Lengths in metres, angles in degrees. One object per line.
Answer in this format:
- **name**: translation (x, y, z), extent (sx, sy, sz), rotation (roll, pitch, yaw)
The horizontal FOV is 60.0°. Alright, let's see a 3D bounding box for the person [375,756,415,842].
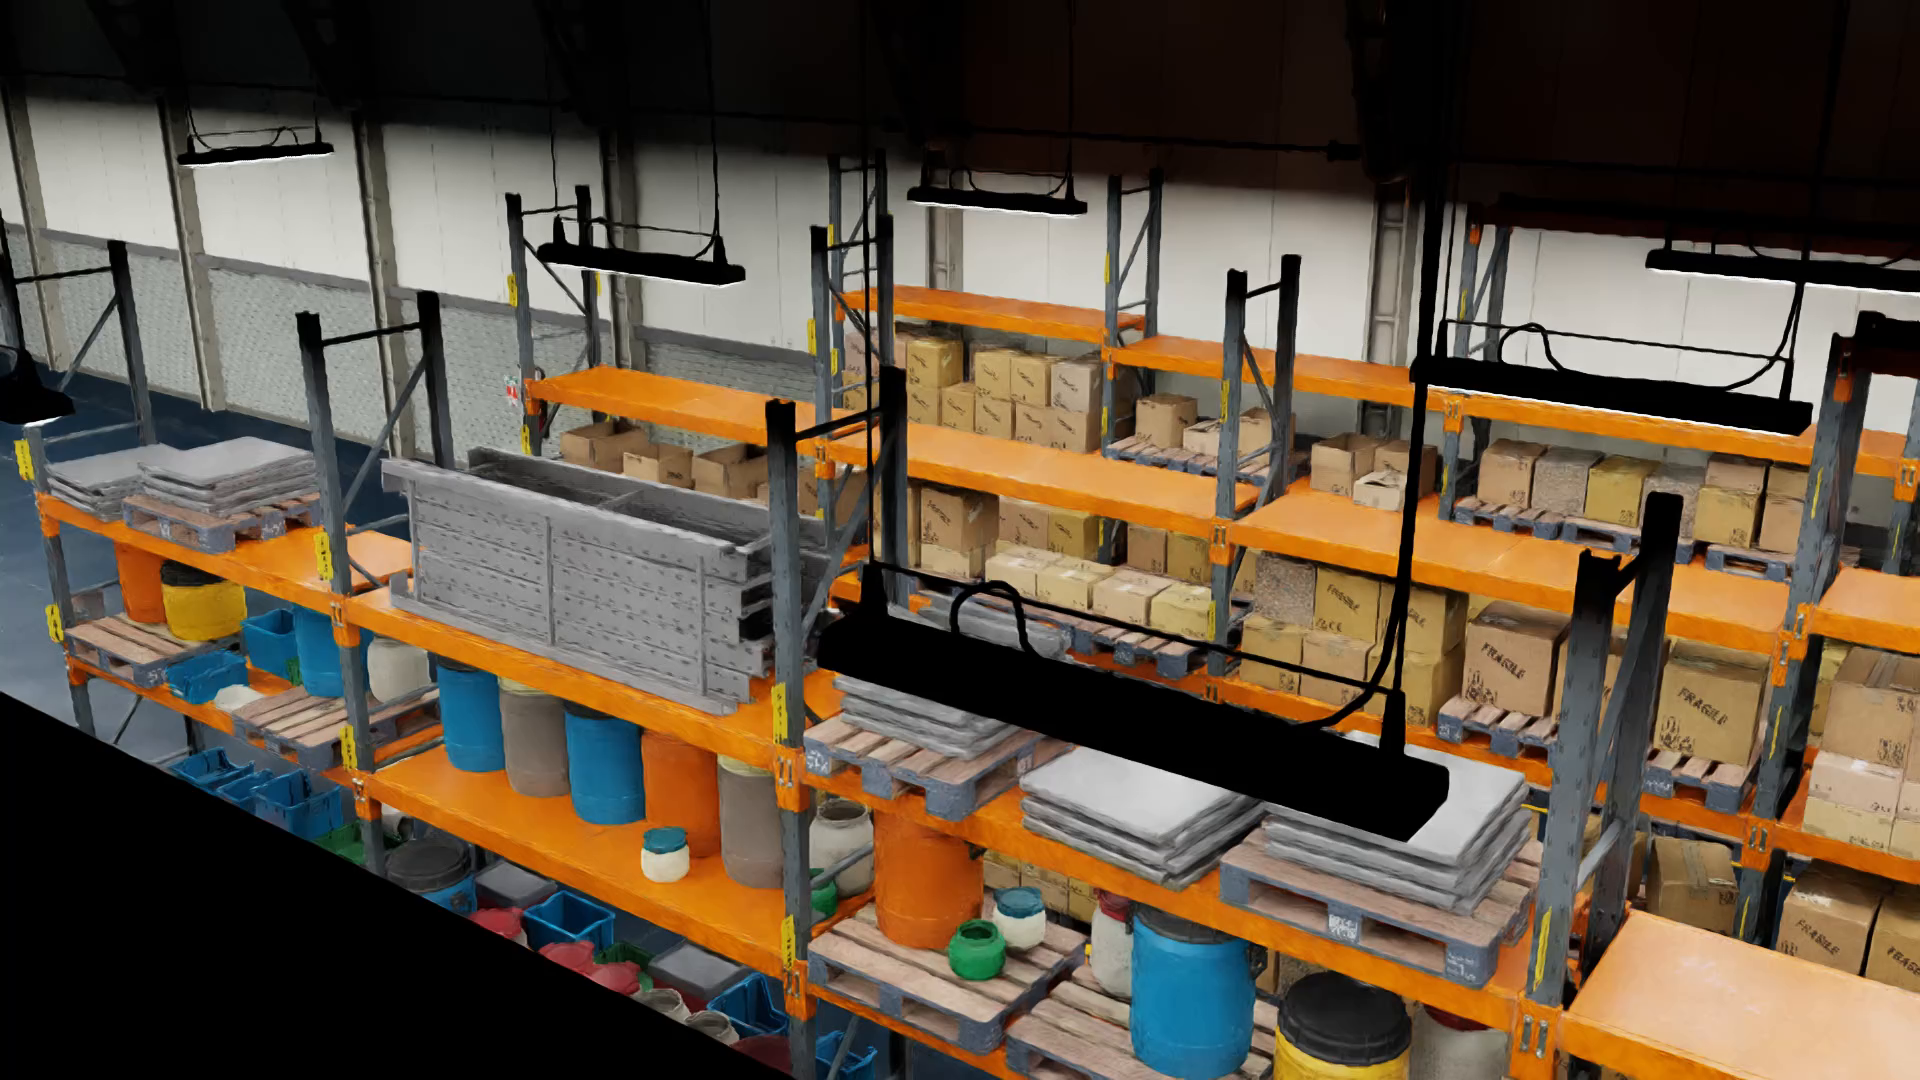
- **person**: translation (-5.148, 2.470, 15.189), extent (0.508, 1.631, 0.601), rotation (13, 22, 33)

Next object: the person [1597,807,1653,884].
- **person**: translation (6.101, 2.417, 15.353), extent (1.090, 1.580, 0.496), rotation (12, 22, 32)
